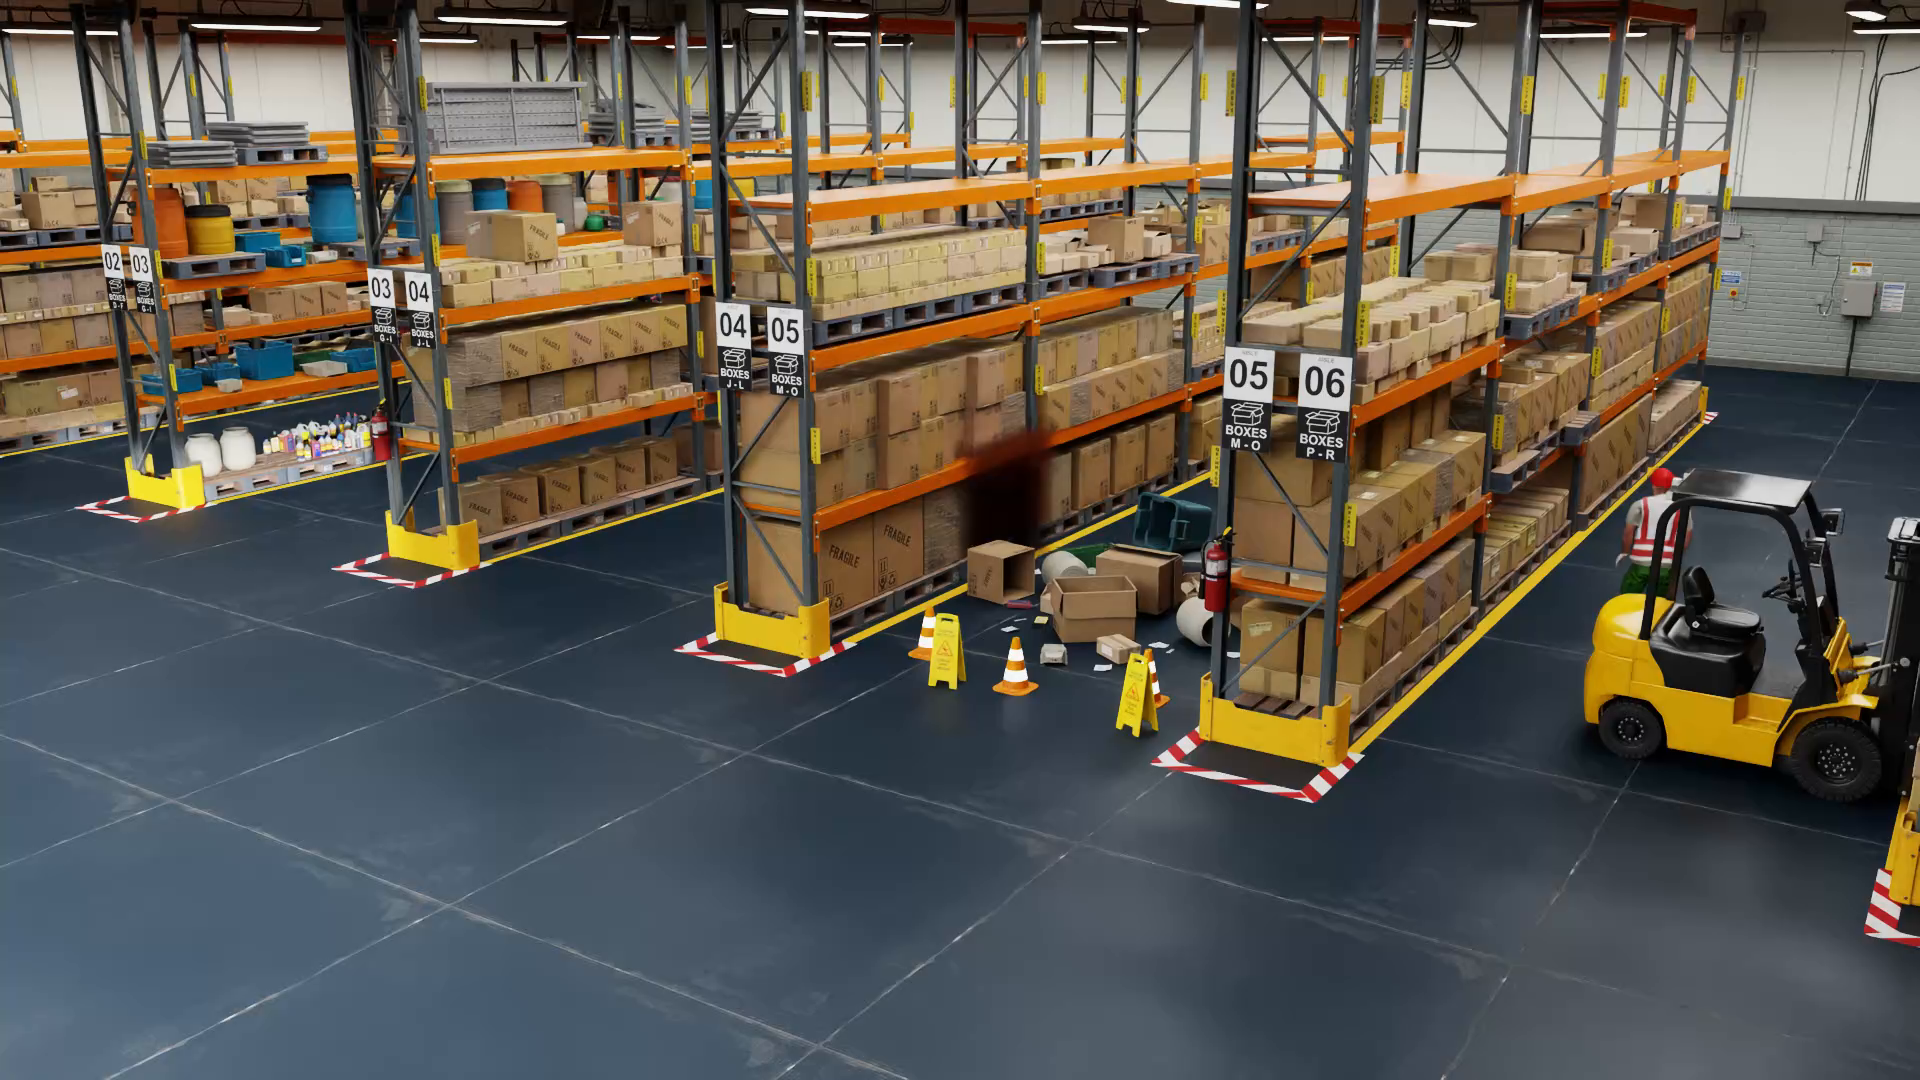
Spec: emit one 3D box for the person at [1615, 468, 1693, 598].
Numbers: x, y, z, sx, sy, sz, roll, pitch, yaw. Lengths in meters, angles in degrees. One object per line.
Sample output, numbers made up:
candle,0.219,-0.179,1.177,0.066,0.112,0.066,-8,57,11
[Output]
person,6.346,0.226,15.227,0.626,1.726,0.738,4,16,15
